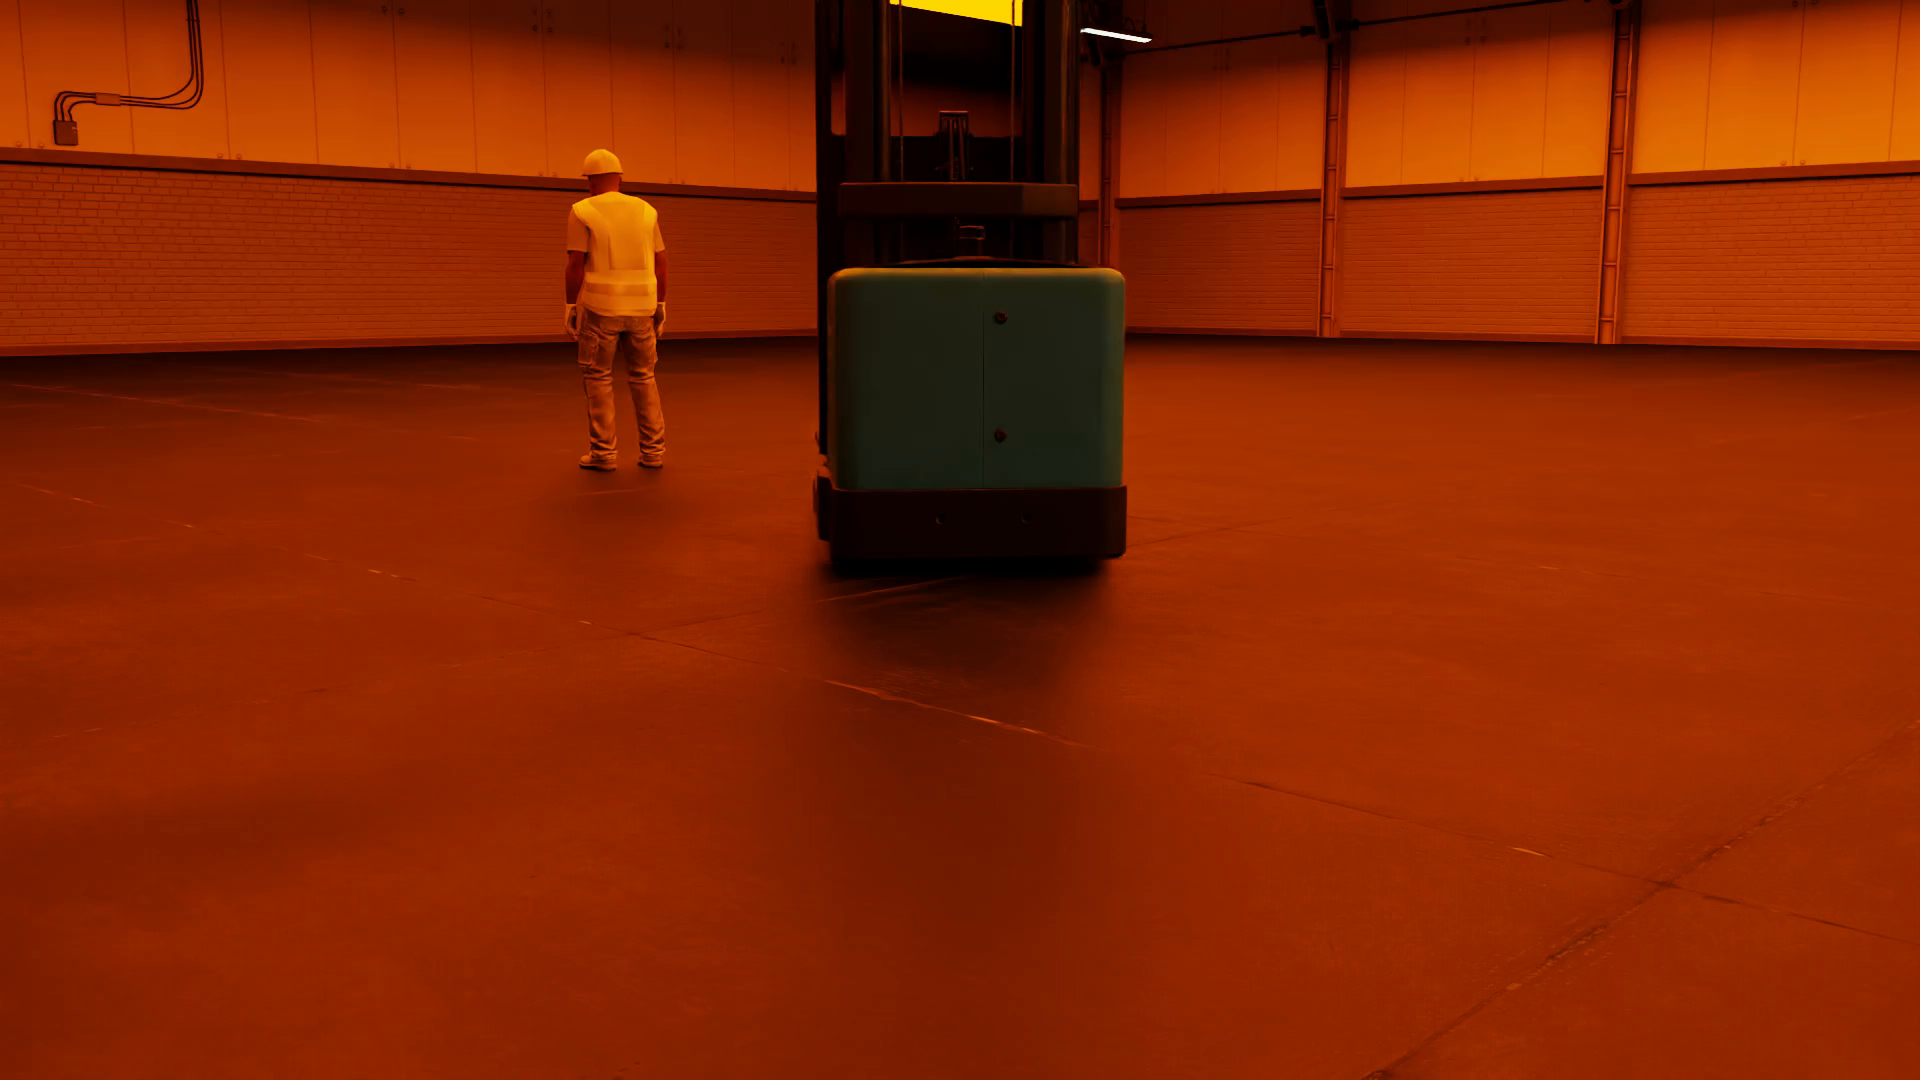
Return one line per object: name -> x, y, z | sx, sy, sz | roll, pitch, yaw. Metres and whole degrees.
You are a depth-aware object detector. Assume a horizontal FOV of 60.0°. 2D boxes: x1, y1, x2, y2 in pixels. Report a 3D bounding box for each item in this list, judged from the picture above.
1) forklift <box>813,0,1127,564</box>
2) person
forklift -> -0.078, -1.542, 7.114 | 1.130, 2.935, 3.031 | -1, 9, -6
person -> -1.932, -1.288, 9.330 | 0.616, 1.772, 0.453 | -6, 10, -35
